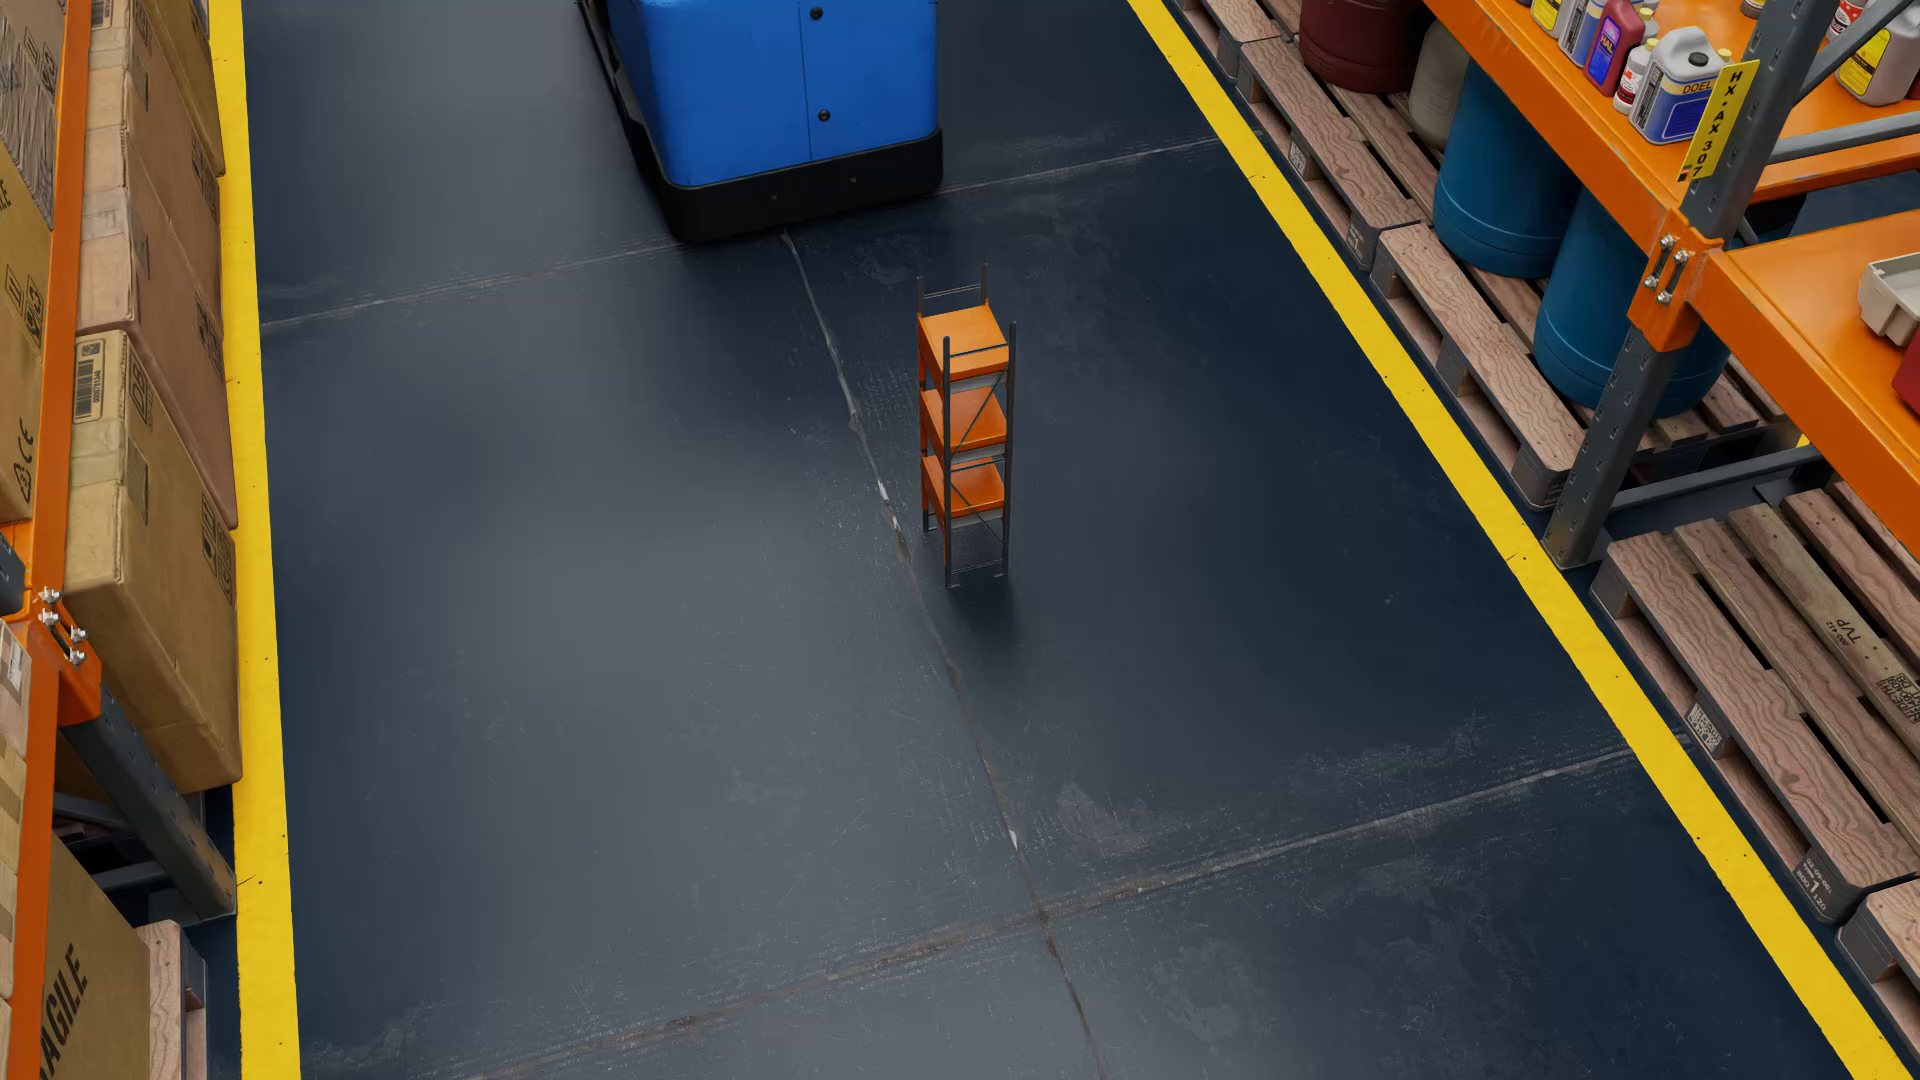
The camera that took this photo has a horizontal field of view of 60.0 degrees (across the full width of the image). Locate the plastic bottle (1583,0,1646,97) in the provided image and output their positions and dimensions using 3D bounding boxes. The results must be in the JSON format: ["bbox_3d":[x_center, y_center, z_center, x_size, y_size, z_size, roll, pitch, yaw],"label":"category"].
[{"bbox_3d":[1.783,-1.359,4.510,0.061,0.283,0.133,-13,51,-11],"label":"plastic bottle"}]

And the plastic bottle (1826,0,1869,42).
[{"bbox_3d":[2.528,-1.501,4.683,0.097,0.201,0.097,0,50,0],"label":"plastic bottle"}]

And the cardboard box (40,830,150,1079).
[{"bbox_3d":[-2.292,1.147,3.436,0.875,0.875,0.875,-13,51,-11],"label":"cardboard box"}]

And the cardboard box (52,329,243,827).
[{"bbox_3d":[-2.620,0.184,4.248,1.225,0.875,0.875,-13,51,-11],"label":"cardboard box"}]

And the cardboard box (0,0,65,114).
[{"bbox_3d":[-2.763,-1.436,4.434,0.500,0.500,0.500,-12,51,-10],"label":"cardboard box"}]

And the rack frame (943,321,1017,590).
[{"bbox_3d":[0.052,-0.210,4.741,0.200,1.050,0.008,-13,51,-11],"label":"rack frame"}]

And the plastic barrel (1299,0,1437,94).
[{"bbox_3d":[1.632,-2.124,6.381,0.600,0.588,0.708,-13,51,-11],"label":"plastic barrel"}]

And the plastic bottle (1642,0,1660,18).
[{"bbox_3d":[1.900,-1.482,4.667,0.097,0.201,0.097,0,50,0],"label":"plastic bottle"}]

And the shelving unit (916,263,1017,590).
[{"bbox_3d":[0.016,-0.299,4.816,0.215,1.050,0.252,-13,51,-11],"label":"shelving unit"}]

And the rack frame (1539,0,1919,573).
[{"bbox_3d":[2.320,-1.023,4.150,1.000,3.000,0.127,-13,51,-11],"label":"rack frame"}]

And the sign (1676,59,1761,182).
[{"bbox_3d":[1.794,-0.989,3.941,0.100,0.325,0.005,-13,51,-11],"label":"sign"}]

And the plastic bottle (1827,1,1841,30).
[{"bbox_3d":[2.499,-1.594,4.716,0.097,0.271,0.097,0,50,0],"label":"plastic bottle"}]

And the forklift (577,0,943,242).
[{"bbox_3d":[-1.033,-3.190,6.022,1.130,2.935,3.031,-15,52,-12],"label":"forklift"}]

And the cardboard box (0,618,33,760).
[{"bbox_3d":[-2.008,0.327,3.177,0.380,0.149,0.250,-13,51,-11],"label":"cardboard box"}]

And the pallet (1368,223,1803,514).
[{"bbox_3d":[2.132,-0.697,5.699,1.003,0.211,1.213,-13,51,-11],"label":"pallet"}]

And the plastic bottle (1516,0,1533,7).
[{"bbox_3d":[1.681,-1.739,4.787,0.144,0.351,0.185,-13,51,-11],"label":"plastic bottle"}]

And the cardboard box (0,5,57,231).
[{"bbox_3d":[-2.606,-1.060,4.116,0.500,0.500,0.500,-14,51,-12],"label":"cardboard box"}]

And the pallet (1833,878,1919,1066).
[{"bbox_3d":[2.939,1.297,4.019,1.003,0.211,1.213,-13,51,-11],"label":"pallet"}]

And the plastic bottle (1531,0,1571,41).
[{"bbox_3d":[1.736,-1.604,4.673,0.144,0.351,0.185,-13,51,-11],"label":"plastic bottle"}]

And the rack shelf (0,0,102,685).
[{"bbox_3d":[-3.003,-1.132,4.713,1.077,0.370,4.000,-13,51,-11],"label":"rack shelf"}]

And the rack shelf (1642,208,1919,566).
[{"bbox_3d":[2.912,0.670,3.194,1.077,0.370,4.000,-13,51,-11],"label":"rack shelf"}]

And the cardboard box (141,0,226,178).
[{"bbox_3d":[-3.410,-1.766,5.892,1.225,0.875,0.875,-15,52,-13],"label":"cardboard box"}]

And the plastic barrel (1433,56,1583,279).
[{"bbox_3d":[1.966,-1.400,5.566,0.600,0.901,0.708,-13,51,-11],"label":"plastic barrel"}]

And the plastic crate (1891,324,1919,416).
[{"bbox_3d":[2.345,-0.354,3.505,0.402,0.464,0.583,-13,51,-11],"label":"plastic crate"}]

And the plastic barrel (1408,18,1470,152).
[{"bbox_3d":[1.885,-1.707,6.080,0.421,0.512,0.421,0,50,0],"label":"plastic barrel"}]

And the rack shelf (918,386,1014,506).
[{"bbox_3d":[0.016,-0.292,4.824,0.215,0.259,0.240,-13,51,-11],"label":"rack shelf"}]

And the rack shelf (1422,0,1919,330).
[{"bbox_3d":[1.729,-2.252,5.657,1.077,0.370,4.000,-13,51,-11],"label":"rack shelf"}]

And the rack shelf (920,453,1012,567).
[{"bbox_3d":[0.016,-0.113,5.036,0.215,0.259,0.240,-13,51,-11],"label":"rack shelf"}]

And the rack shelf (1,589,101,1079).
[{"bbox_3d":[-1.820,1.790,2.250,1.077,0.370,4.000,-13,51,-11],"label":"rack shelf"}]

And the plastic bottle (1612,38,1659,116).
[{"bbox_3d":[1.834,-1.252,4.473,0.097,0.201,0.097,0,50,0],"label":"plastic bottle"}]

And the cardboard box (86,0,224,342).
[{"bbox_3d":[-3.154,-1.113,5.342,1.225,0.875,0.875,-13,51,-11],"label":"cardboard box"}]

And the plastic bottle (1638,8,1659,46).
[{"bbox_3d":[1.853,-1.363,4.567,0.097,0.201,0.097,0,50,0],"label":"plastic bottle"}]

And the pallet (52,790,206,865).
[{"bbox_3d":[-2.711,0.449,4.733,1.003,0.211,1.213,-13,51,-11],"label":"pallet"}]

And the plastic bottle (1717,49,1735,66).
[{"bbox_3d":[2.008,-1.215,4.443,0.097,0.201,0.097,0,50,0],"label":"plastic bottle"}]

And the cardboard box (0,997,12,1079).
[{"bbox_3d":[-1.780,0.890,2.702,0.380,0.149,0.250,-12,51,-10],"label":"cardboard box"}]

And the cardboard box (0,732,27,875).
[{"bbox_3d":[-1.932,0.515,3.018,0.380,0.149,0.250,-12,51,-10],"label":"cardboard box"}]

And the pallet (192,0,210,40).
[{"bbox_3d":[-3.824,-2.497,7.217,1.003,0.211,1.213,-13,51,-11],"label":"pallet"}]

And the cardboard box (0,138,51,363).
[{"bbox_3d":[-2.458,-0.695,3.808,0.500,0.500,0.500,-13,51,-11],"label":"cardboard box"}]

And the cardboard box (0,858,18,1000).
[{"bbox_3d":[-1.856,0.702,2.860,0.380,0.149,0.250,-14,51,-12],"label":"cardboard box"}]

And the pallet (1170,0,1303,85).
[{"bbox_3d":[1.410,-2.479,7.202,1.003,0.211,1.213,-13,51,-11],"label":"pallet"}]

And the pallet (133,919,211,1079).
[{"bbox_3d":[-2.261,1.569,3.789,1.003,0.211,1.213,-13,51,-11],"label":"pallet"}]

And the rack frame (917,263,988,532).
[{"bbox_3d":[-0.020,-0.388,4.891,0.200,1.050,0.008,-13,51,-11],"label":"rack frame"}]

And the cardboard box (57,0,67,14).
[{"bbox_3d":[-2.913,-1.808,4.747,0.500,0.500,0.500,-15,51,-12],"label":"cardboard box"}]

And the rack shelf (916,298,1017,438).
[{"bbox_3d":[0.016,-0.475,4.607,0.215,0.259,0.240,-13,51,-11],"label":"rack shelf"}]

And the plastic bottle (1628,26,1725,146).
[{"bbox_3d":[1.895,-1.198,4.379,0.152,0.276,0.135,-13,51,-11],"label":"plastic bottle"}]

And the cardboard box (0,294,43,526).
[{"bbox_3d":[-2.308,-0.328,3.499,0.500,0.500,0.500,-13,51,-11],"label":"cardboard box"}]

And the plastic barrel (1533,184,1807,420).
[{"bbox_3d":[2.176,-0.883,5.130,0.600,0.901,0.708,-13,51,-11],"label":"plastic barrel"}]

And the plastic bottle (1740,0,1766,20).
[{"bbox_3d":[2.325,-1.608,4.774,0.097,0.201,0.097,0,50,0],"label":"plastic bottle"}]

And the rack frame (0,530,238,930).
[{"bbox_3d":[-2.411,0.097,3.206,1.000,3.000,0.127,-13,51,-11],"label":"rack frame"}]

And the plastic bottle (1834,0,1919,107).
[{"bbox_3d":[2.514,-1.367,4.473,0.144,0.351,0.185,-13,51,-11],"label":"plastic bottle"}]

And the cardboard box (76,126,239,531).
[{"bbox_3d":[-2.885,-0.469,4.798,1.225,0.875,0.875,-15,51,-12],"label":"cardboard box"}]

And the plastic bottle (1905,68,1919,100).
[{"bbox_3d":[2.619,-1.349,4.502,0.061,0.283,0.133,-13,51,-11],"label":"plastic bottle"}]

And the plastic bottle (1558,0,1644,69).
[{"bbox_3d":[1.787,-1.464,4.604,0.152,0.276,0.135,-13,51,-11],"label":"plastic bottle"}]

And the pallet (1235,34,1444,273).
[{"bbox_3d":[1.767,-1.590,6.452,1.003,0.211,1.213,-13,51,-11],"label":"pallet"}]

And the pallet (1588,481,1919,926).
[{"bbox_3d":[2.575,0.404,4.771,1.003,0.211,1.213,-13,51,-11],"label":"pallet"}]

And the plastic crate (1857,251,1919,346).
[{"bbox_3d":[2.321,-0.585,3.914,0.396,0.136,0.243,-13,51,-11],"label":"plastic crate"}]
